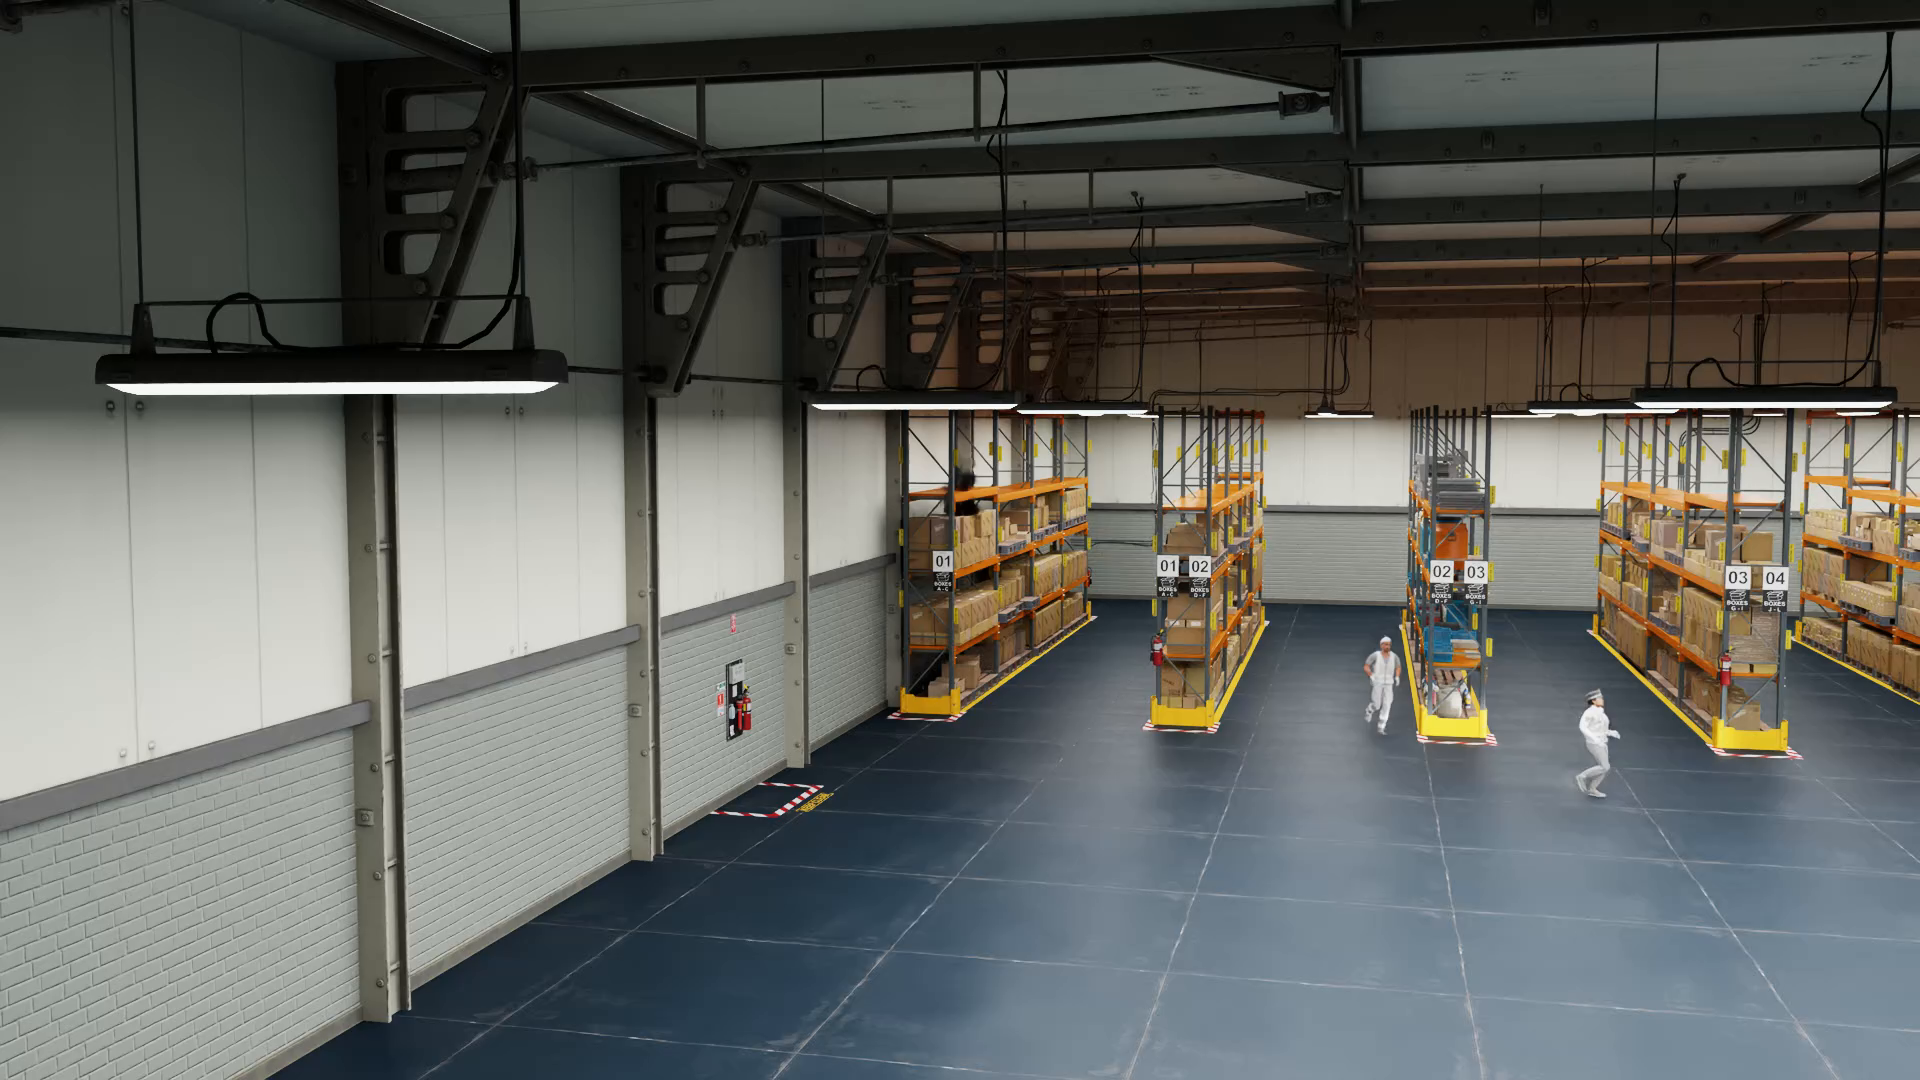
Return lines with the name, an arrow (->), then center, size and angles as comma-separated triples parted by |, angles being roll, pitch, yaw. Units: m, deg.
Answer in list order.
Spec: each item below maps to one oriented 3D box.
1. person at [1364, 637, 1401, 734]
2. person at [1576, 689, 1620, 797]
person -> 7.811, 2.669, 30.702 | 0.693, 1.781, 0.711 | 0, 4, -4
person -> 9.684, 3.083, 25.249 | 0.564, 1.650, 0.588 | 3, 5, 39
